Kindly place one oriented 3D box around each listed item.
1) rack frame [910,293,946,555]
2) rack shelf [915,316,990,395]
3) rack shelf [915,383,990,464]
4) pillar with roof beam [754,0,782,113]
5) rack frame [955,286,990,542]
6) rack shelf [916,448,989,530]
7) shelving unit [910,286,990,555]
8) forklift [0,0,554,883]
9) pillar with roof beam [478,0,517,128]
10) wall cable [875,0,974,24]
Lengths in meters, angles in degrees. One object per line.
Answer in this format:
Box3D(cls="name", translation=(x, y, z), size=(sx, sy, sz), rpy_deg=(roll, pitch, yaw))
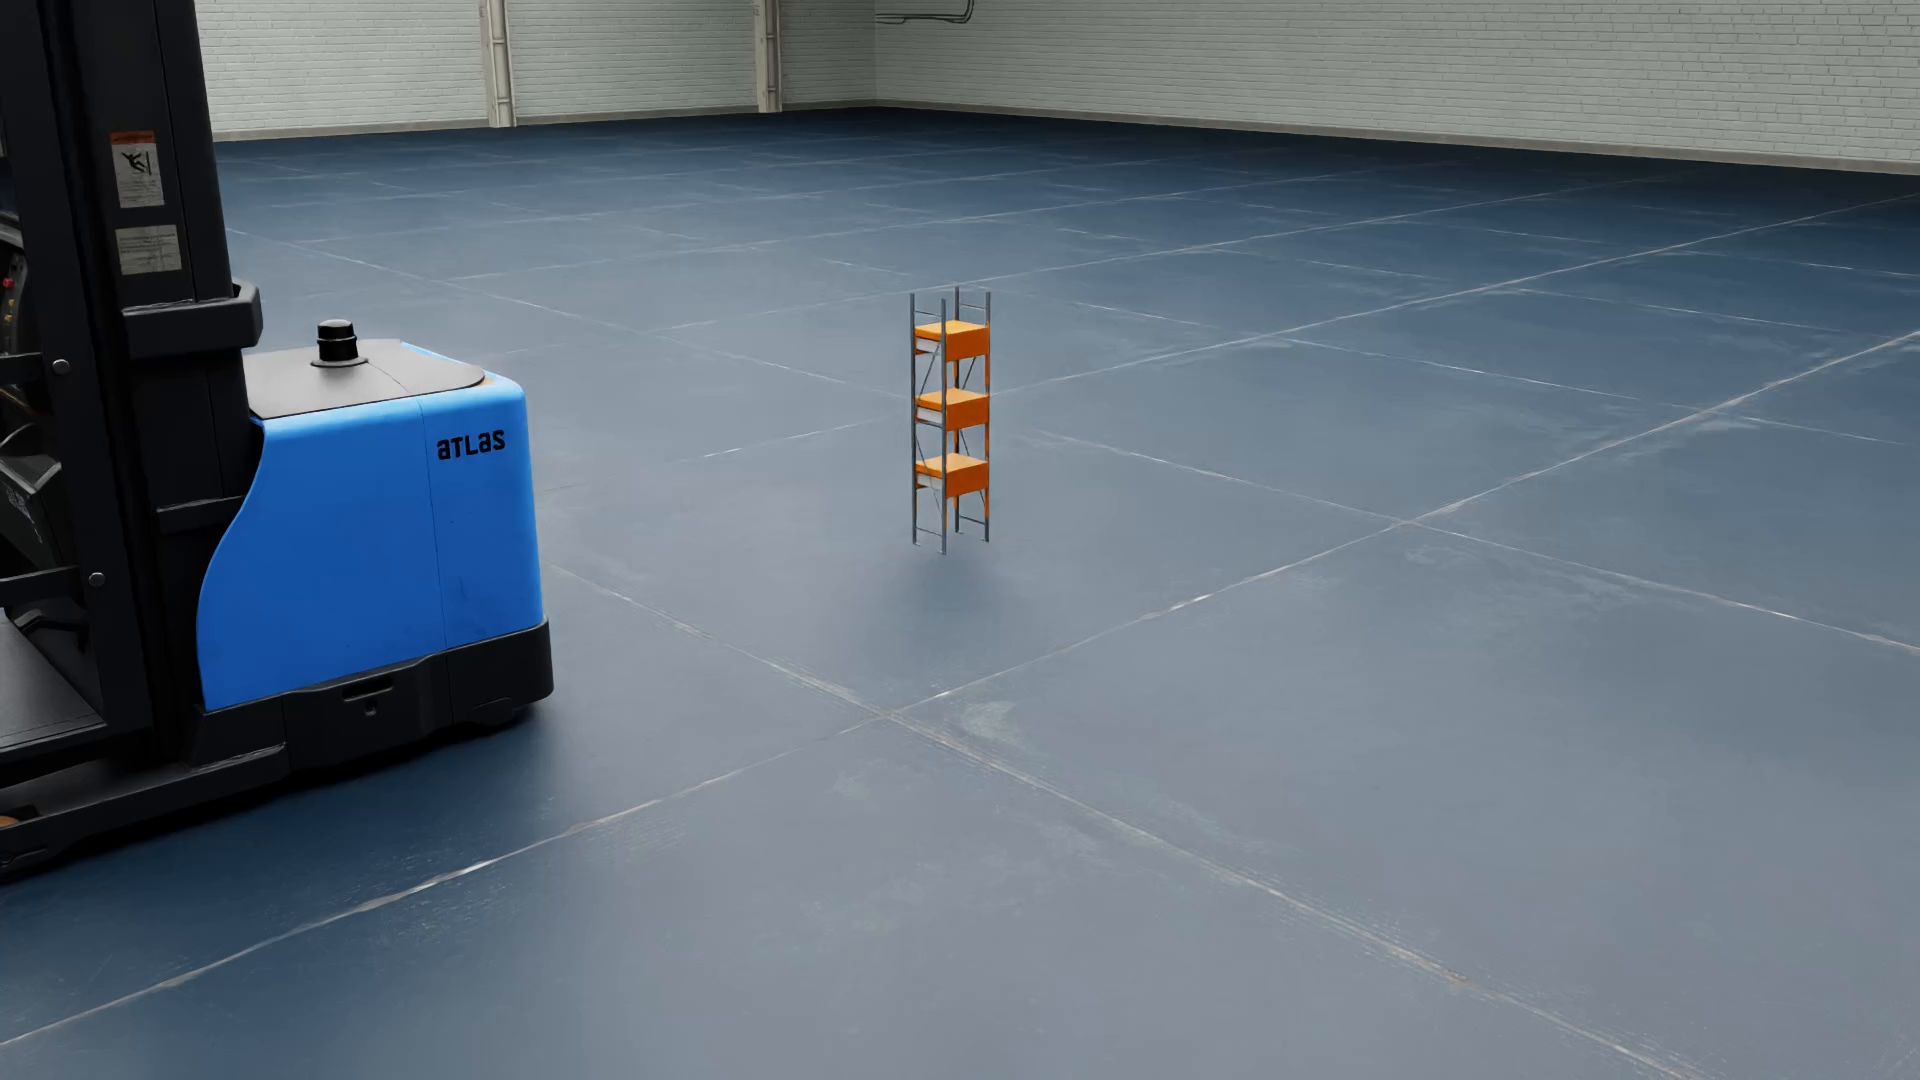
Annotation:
Box3D(cls="rack frame", translation=(-0.128, -0.462, 6.708), size=(0.008, 1.050, 0.200), rpy_deg=(-16, 24, -41))
Box3D(cls="rack shelf", translation=(-0.039, -0.748, 6.704), size=(0.240, 0.259, 0.215), rpy_deg=(-16, 24, -41))
Box3D(cls="rack shelf", translation=(-0.039, -0.478, 6.791), size=(0.240, 0.259, 0.215), rpy_deg=(-16, 24, -41))
Box3D(cls="pillar with roof beam", translation=(-0.907, -12.022, 29.474), size=(0.400, 9.000, 9.100), rpy_deg=(-16, 24, -41))
Box3D(cls="rack frame", translation=(0.050, -0.514, 6.868), size=(0.008, 1.050, 0.200), rpy_deg=(-16, 24, -41))
Box3D(cls="rack shelf", translation=(-0.039, -0.214, 6.877), size=(0.240, 0.259, 0.215), rpy_deg=(-16, 24, -41))
Box3D(cls="shelving unit", translation=(-0.039, -0.488, 6.788), size=(0.252, 1.050, 0.215), rpy_deg=(-16, 24, -41))
Box3D(cls="forklift", translation=(-2.730, -0.656, 4.257), size=(3.031, 2.935, 1.130), rpy_deg=(-15, 23, -39))
Box3D(cls="pillar with roof beam", translation=(-5.266, -10.751, 25.553), size=(0.400, 9.000, 9.100), rpy_deg=(-16, 24, -41))
Box3D(cls="wall cable", translation=(-0.815, -11.838, 33.940), size=(0.112, 2.526, 3.097), rpy_deg=(-16, 24, -41))
